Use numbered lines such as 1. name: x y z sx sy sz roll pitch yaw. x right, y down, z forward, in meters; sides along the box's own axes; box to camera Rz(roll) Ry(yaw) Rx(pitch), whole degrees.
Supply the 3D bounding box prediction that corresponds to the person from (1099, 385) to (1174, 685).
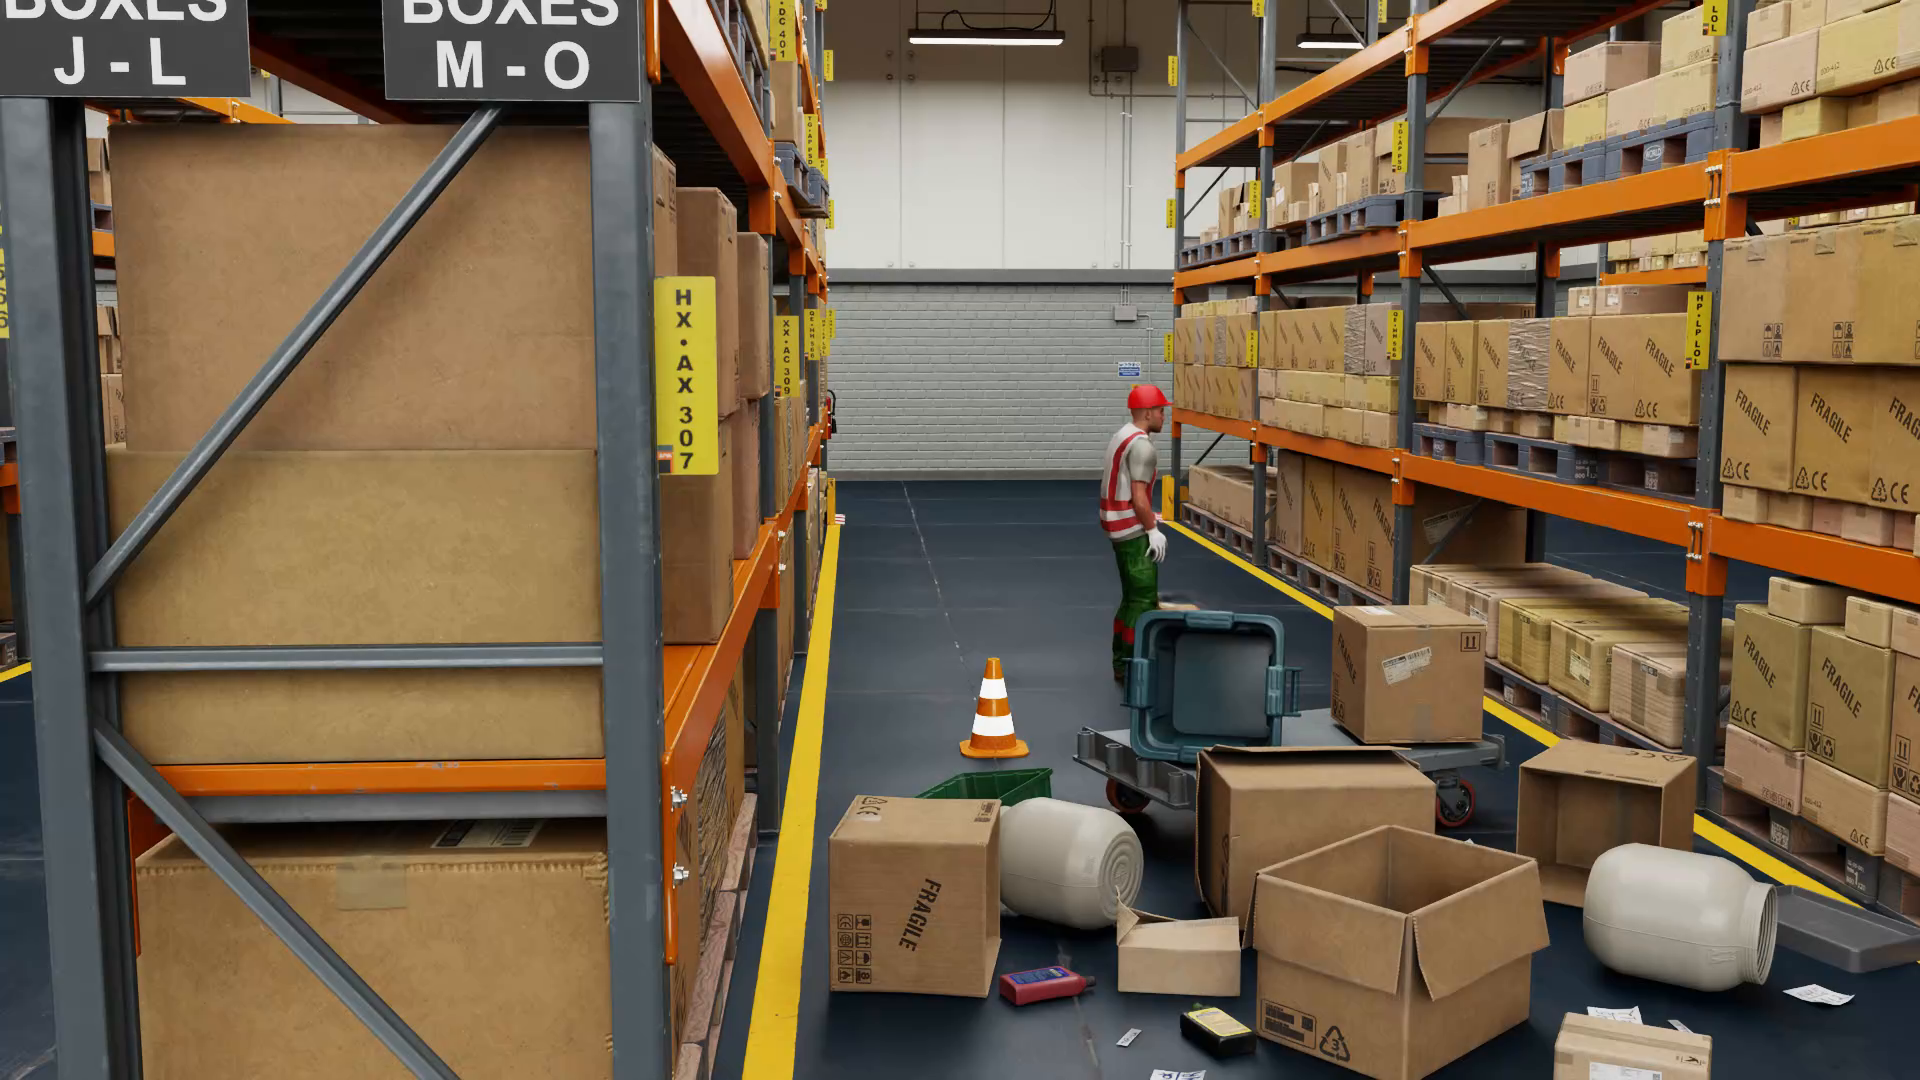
1. person: 1.061 -0.031 9.927 0.431 1.782 0.563 -1 7 -6
